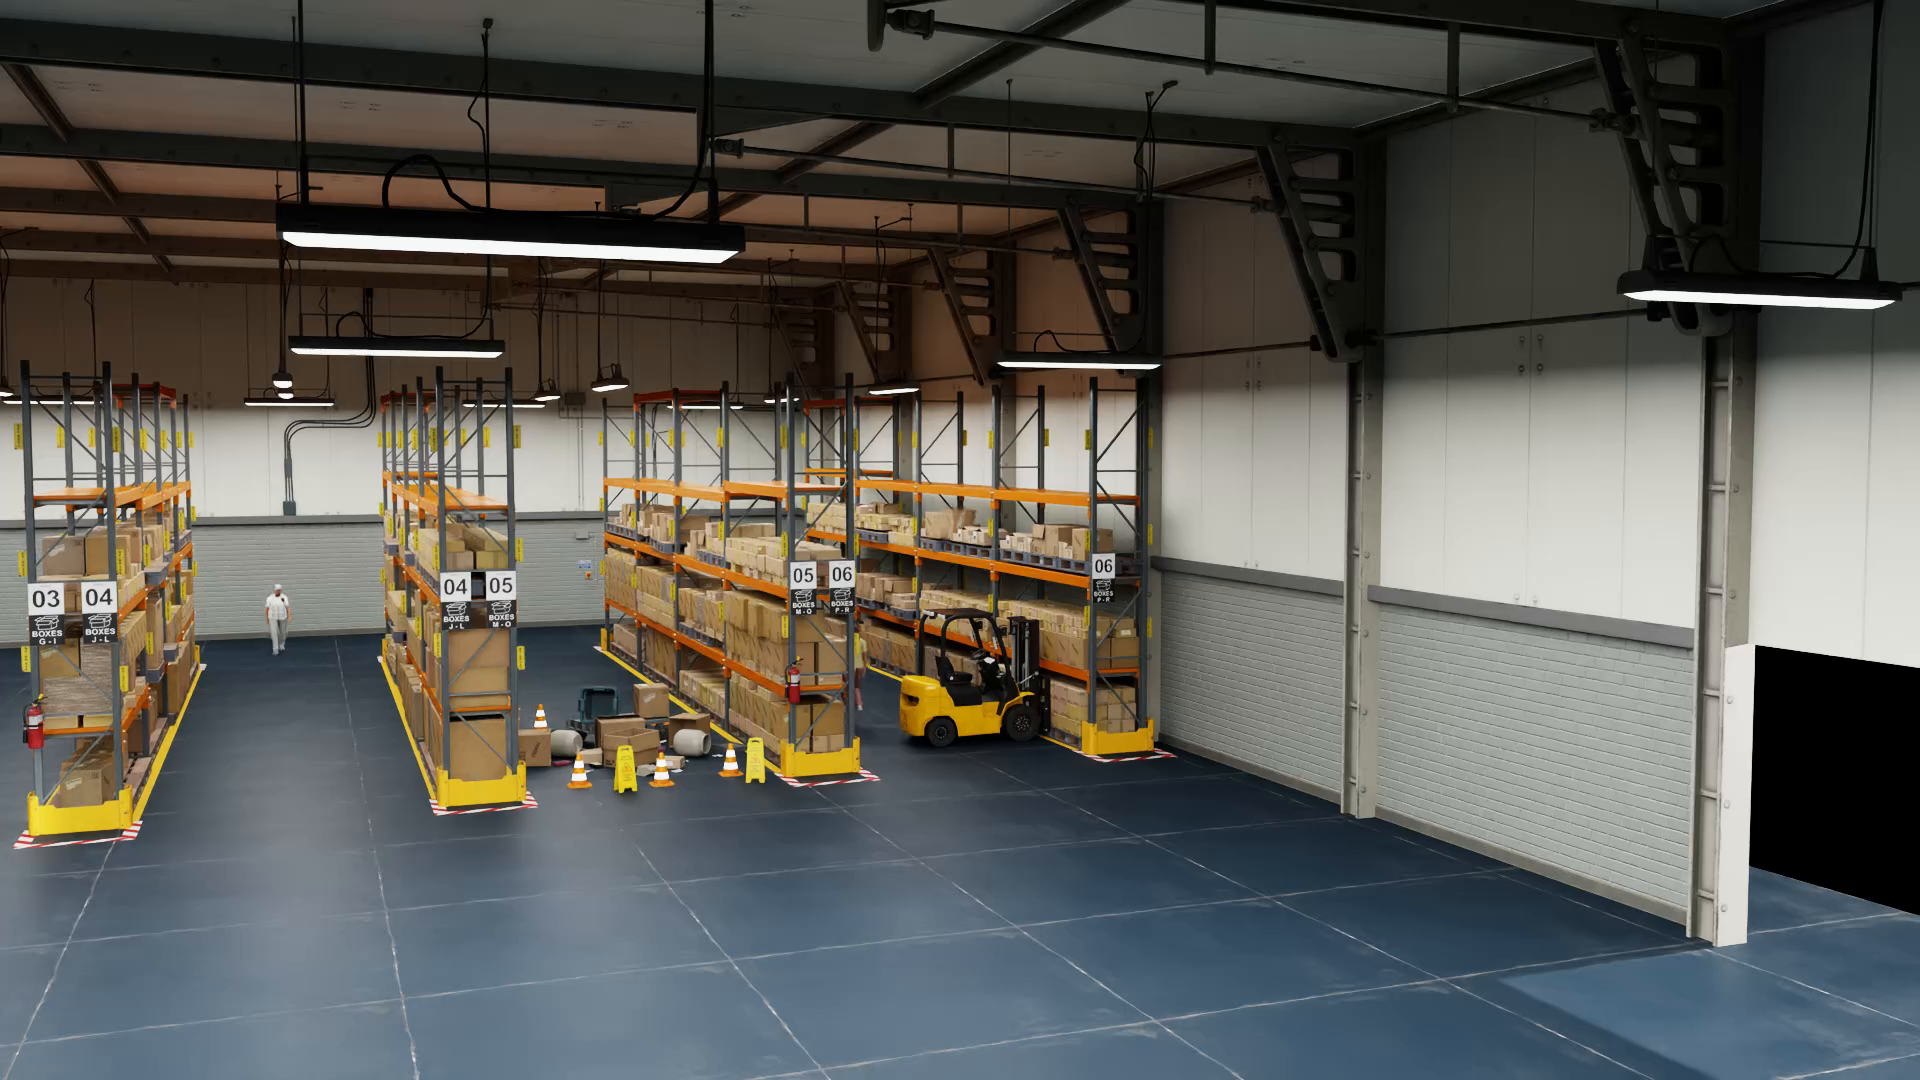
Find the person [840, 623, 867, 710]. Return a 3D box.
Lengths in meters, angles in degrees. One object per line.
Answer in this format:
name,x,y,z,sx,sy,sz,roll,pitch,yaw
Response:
person,-1.858,2.238,29.164,0.482,1.572,0.670,-2,4,-26

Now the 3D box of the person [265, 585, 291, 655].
person,-15.970,1.841,38.939,0.552,1.604,1.011,-2,4,-25

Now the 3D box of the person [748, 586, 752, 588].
person,-5.116,1.746,40.506,0.706,1.632,0.460,0,3,-5
